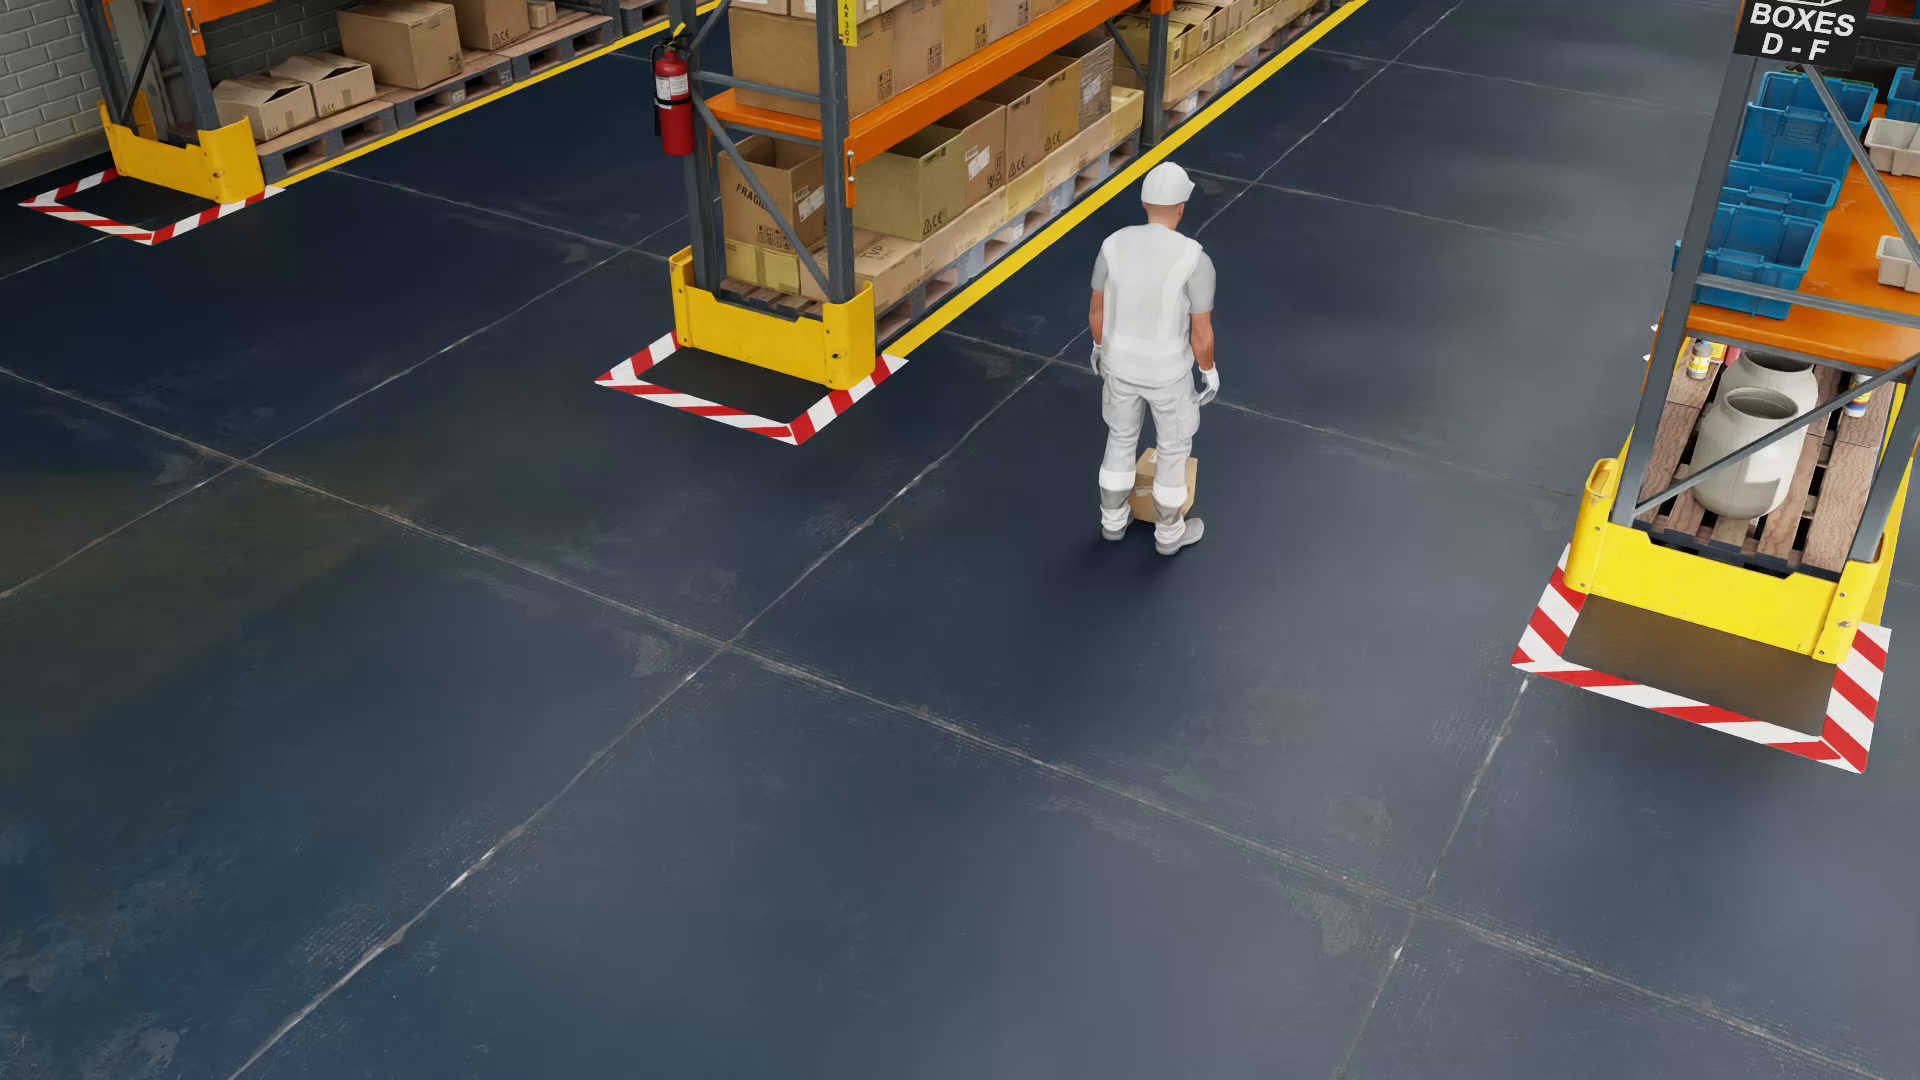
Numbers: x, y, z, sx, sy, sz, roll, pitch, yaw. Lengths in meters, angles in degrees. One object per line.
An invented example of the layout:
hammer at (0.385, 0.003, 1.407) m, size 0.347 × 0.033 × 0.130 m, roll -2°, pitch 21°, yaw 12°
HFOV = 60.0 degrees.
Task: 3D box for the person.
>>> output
person at (0.843, -0.772, 7.280) m, size 0.608 × 1.780 × 0.448 m, roll 18°, pitch 38°, yaw 25°
